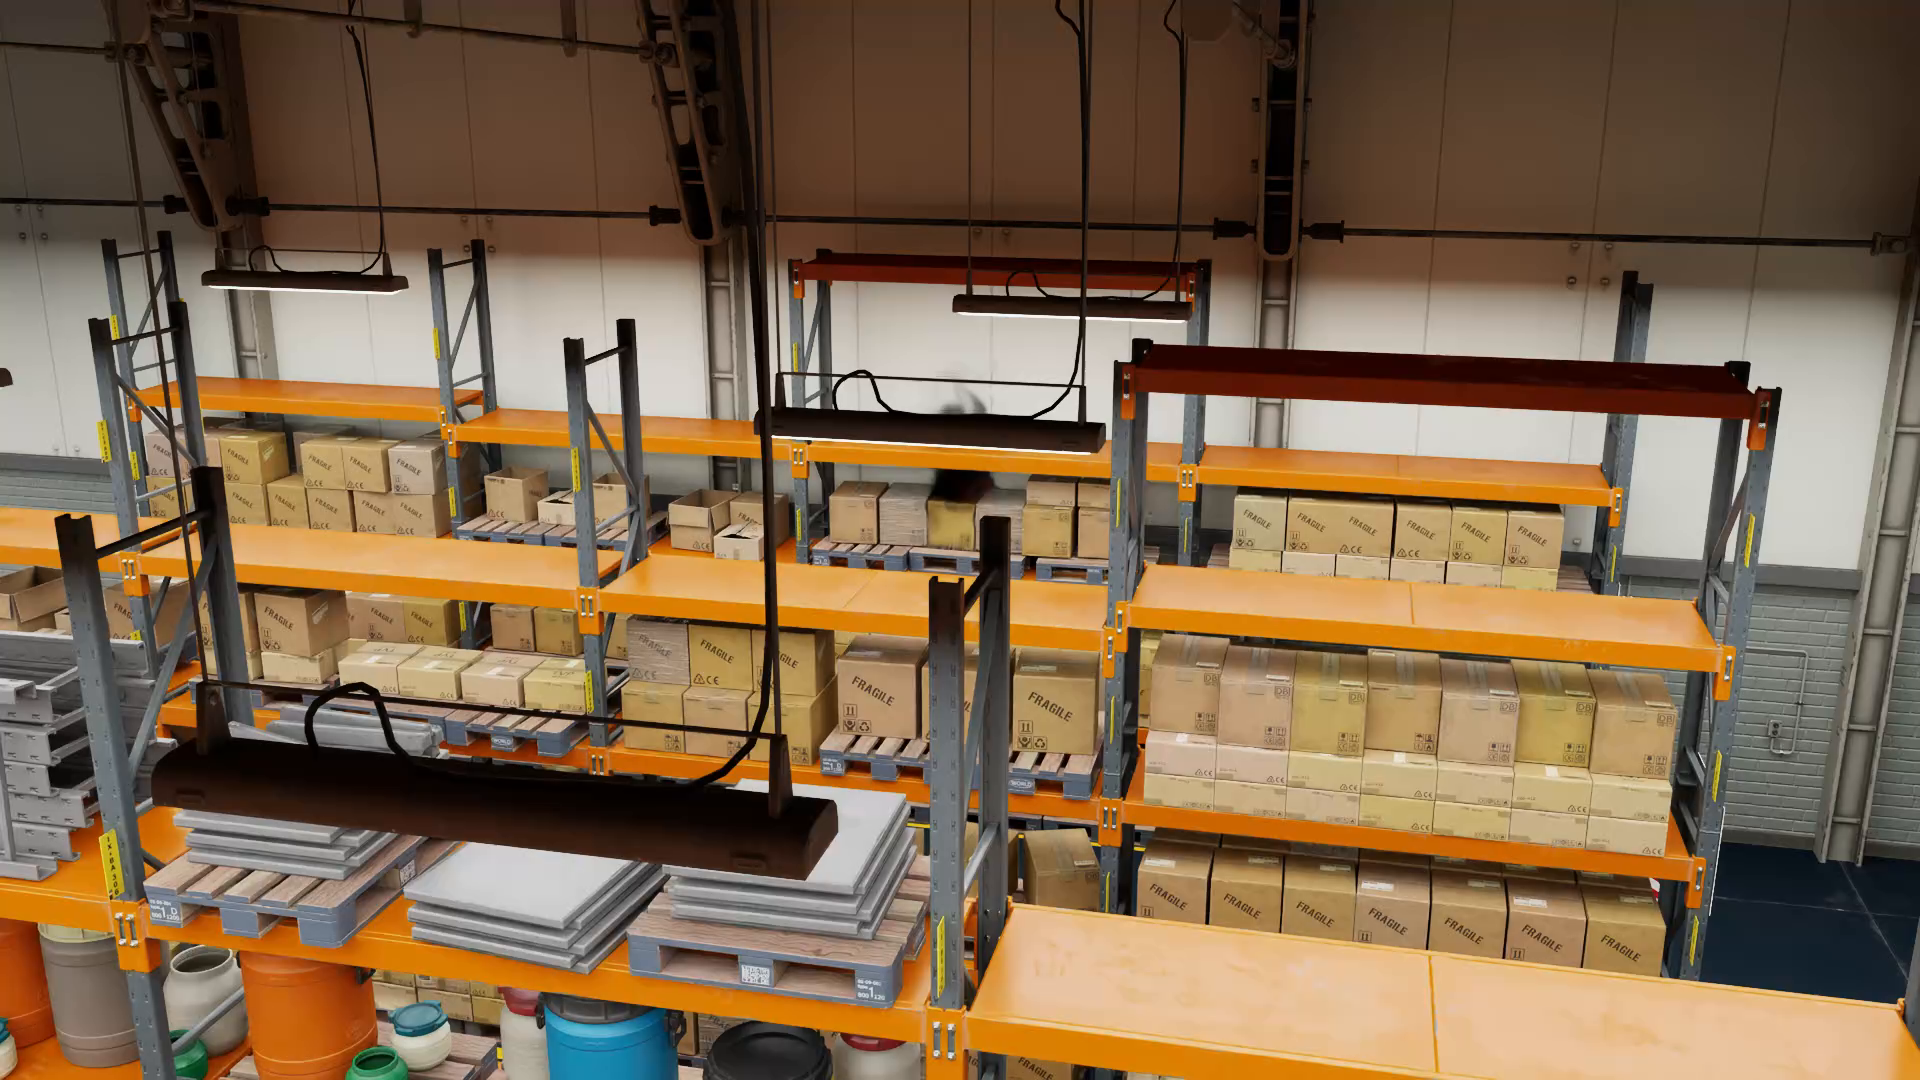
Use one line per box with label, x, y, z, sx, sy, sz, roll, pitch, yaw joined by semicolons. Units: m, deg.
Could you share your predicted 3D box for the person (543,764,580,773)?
person;-3.867;2.579;16.186;0.600;1.616;0.580;1;16;4
